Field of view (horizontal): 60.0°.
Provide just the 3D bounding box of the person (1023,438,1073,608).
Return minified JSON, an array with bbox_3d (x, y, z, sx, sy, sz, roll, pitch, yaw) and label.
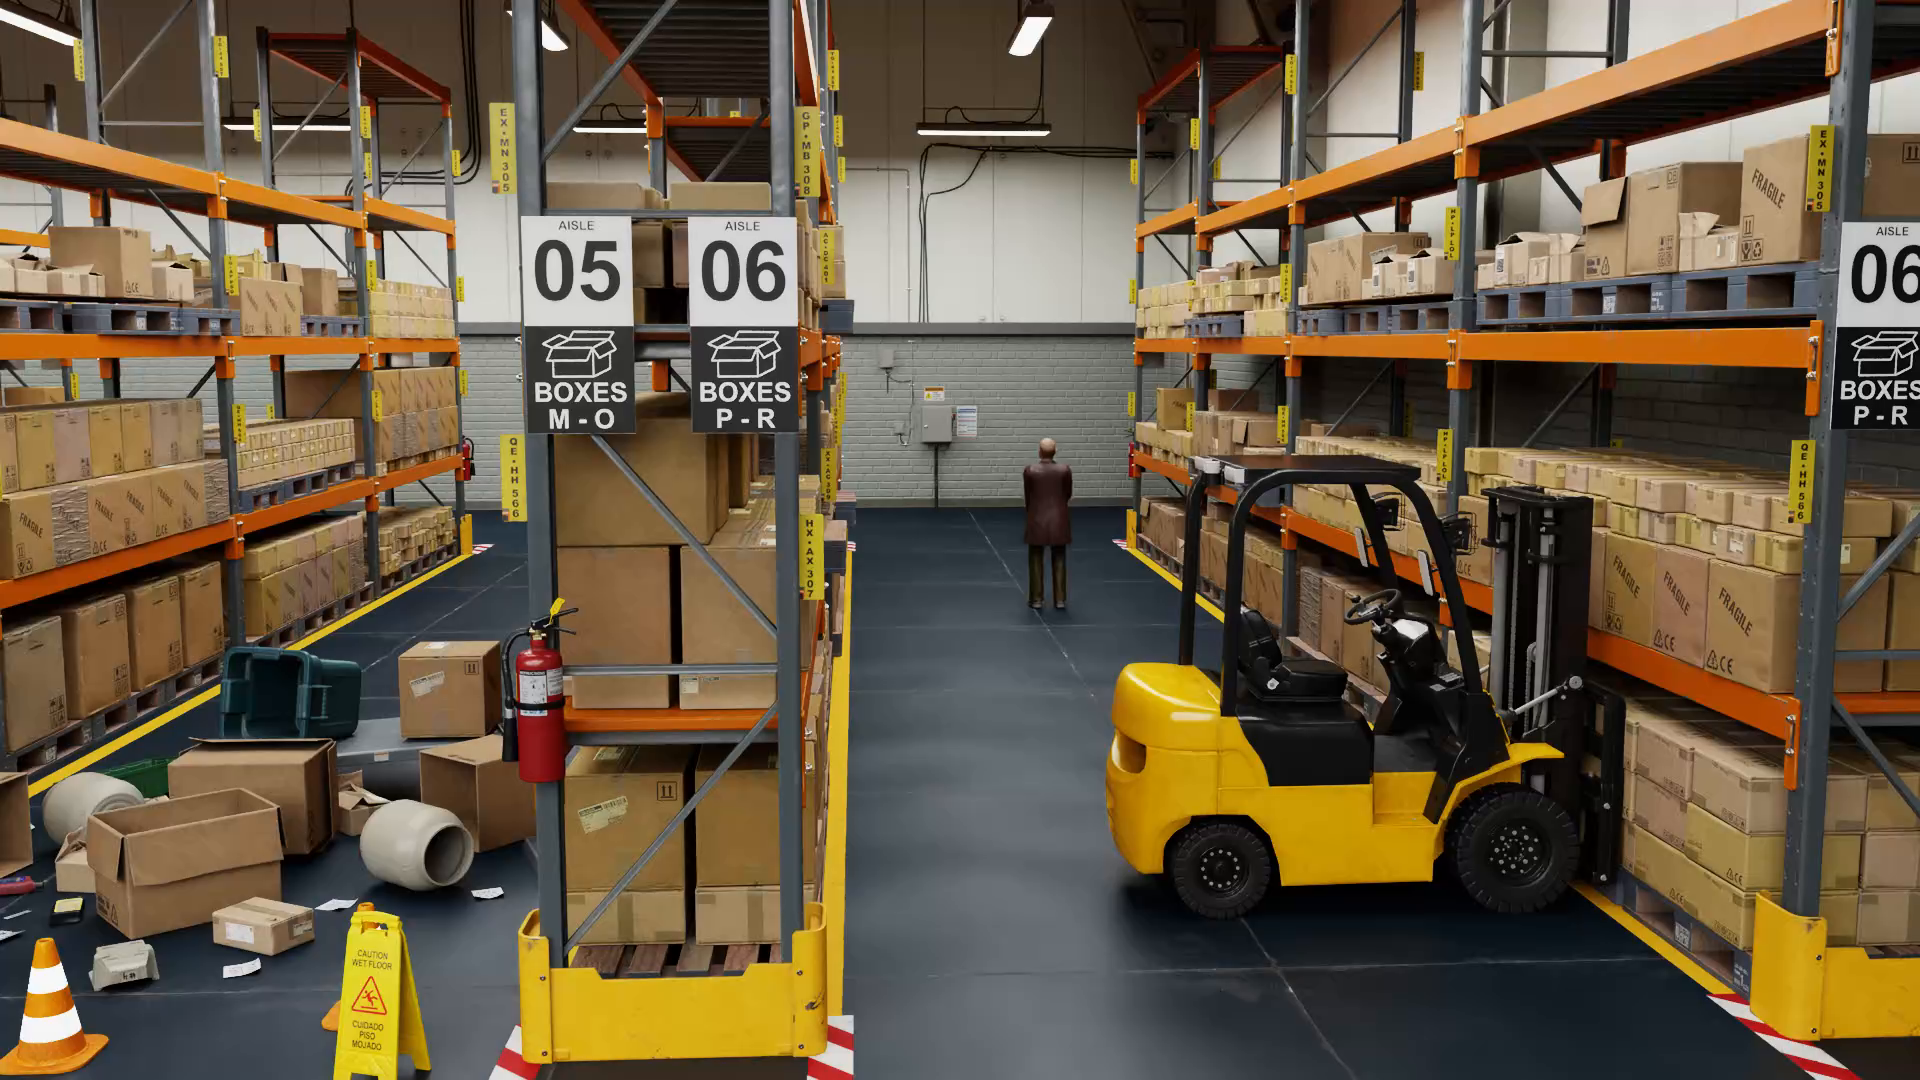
[{"bbox_3d":[0.905,-0.189,17.427,0.526,1.776,0.545,0,7,-3],"label":"person"}]
